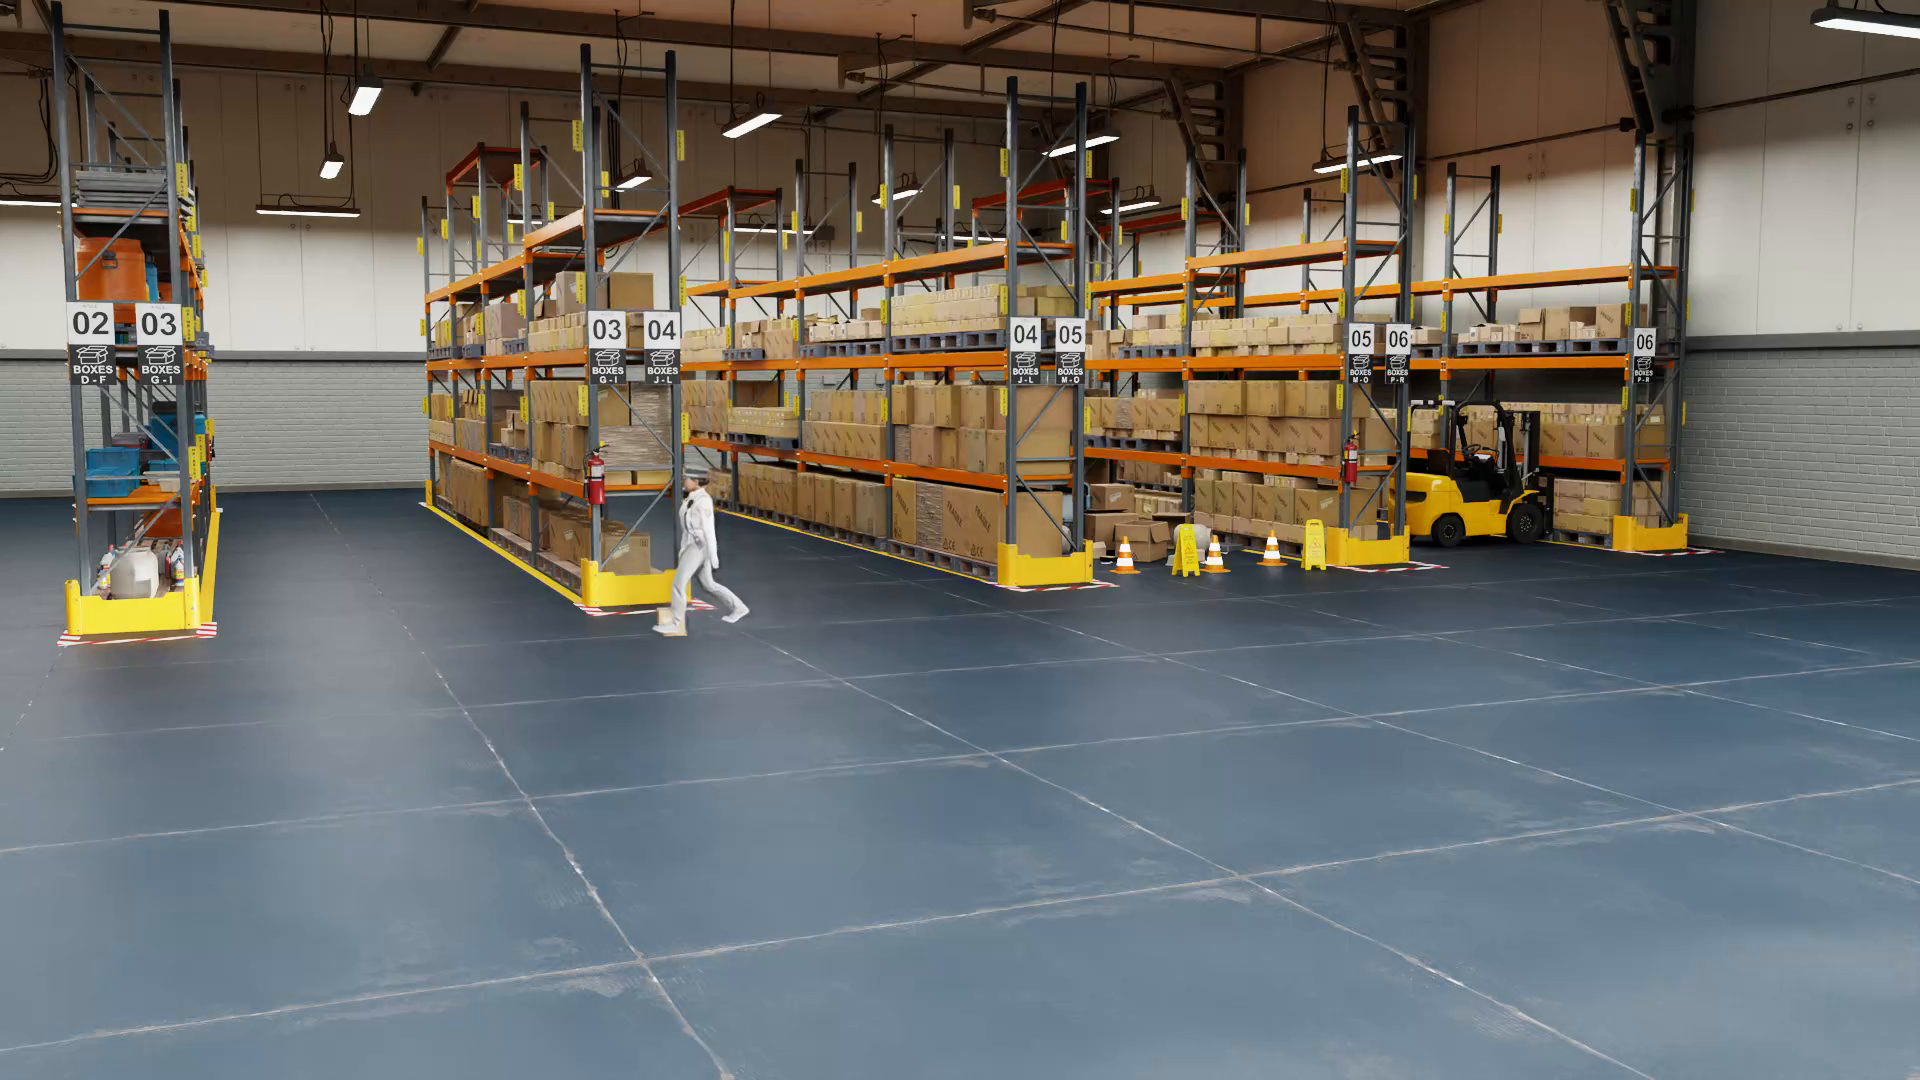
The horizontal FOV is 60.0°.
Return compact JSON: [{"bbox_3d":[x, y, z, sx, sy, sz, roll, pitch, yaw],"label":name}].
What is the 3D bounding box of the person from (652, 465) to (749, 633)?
[{"bbox_3d":[-2.547,0.079,16.150,0.945,1.619,0.530,-2,6,-20],"label":"person"}]
